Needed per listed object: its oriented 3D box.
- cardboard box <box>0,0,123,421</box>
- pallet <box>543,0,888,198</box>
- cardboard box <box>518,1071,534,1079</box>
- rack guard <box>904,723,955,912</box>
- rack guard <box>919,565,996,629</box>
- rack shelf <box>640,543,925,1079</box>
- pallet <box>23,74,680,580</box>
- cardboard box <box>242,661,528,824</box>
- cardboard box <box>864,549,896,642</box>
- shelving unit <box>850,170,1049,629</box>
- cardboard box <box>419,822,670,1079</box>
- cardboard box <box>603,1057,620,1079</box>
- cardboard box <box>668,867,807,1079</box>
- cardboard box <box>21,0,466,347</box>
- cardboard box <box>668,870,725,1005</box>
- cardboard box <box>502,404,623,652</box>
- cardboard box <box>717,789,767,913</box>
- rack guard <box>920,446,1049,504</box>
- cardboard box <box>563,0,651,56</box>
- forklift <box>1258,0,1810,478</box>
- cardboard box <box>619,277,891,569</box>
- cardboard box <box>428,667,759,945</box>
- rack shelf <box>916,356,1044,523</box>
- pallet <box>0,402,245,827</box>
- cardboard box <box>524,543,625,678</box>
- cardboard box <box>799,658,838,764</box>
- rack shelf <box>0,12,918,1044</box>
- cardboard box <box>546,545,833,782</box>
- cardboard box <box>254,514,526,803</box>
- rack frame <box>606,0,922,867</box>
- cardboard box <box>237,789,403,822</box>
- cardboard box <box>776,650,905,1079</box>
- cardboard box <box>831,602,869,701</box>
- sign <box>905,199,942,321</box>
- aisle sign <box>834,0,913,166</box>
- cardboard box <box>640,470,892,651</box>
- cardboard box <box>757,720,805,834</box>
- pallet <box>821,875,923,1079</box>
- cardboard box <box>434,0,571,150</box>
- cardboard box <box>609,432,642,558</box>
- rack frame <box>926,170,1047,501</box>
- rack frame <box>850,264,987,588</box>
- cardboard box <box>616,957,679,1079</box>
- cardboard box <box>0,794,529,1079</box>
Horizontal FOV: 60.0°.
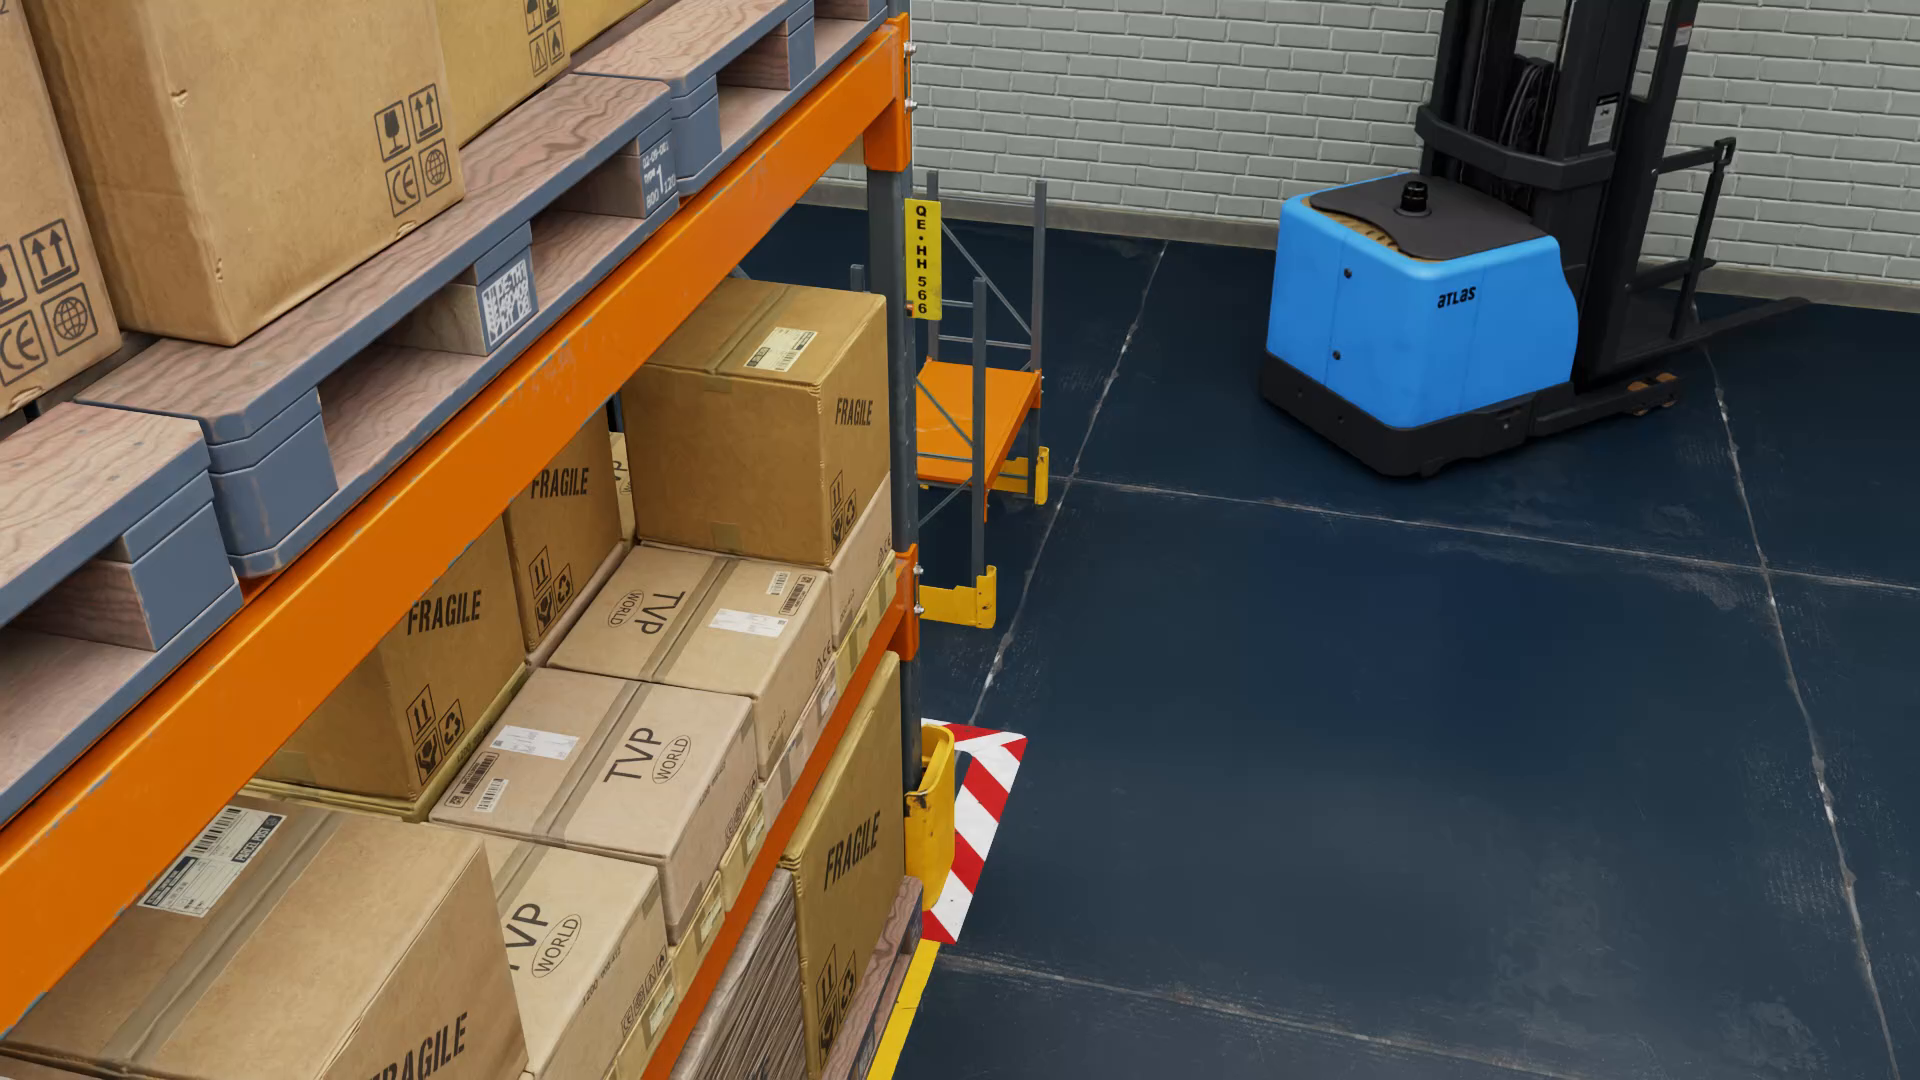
[{"bbox_3d":[-1.352,-0.357,1.642,0.700,0.500,0.500,10,34,15],"label":"cardboard box"},{"bbox_3d":[-0.797,-1.055,3.400,1.003,0.211,1.213,8,33,12],"label":"pallet"},{"bbox_3d":[-1.004,1.066,2.640,0.500,0.250,0.500,9,33,14],"label":"cardboard box"},{"bbox_3d":[-0.613,0.830,5.479,1.175,0.500,0.348,8,33,12],"label":"rack guard"},{"bbox_3d":[-0.146,0.193,6.714,0.587,0.250,0.087,8,33,12],"label":"rack guard"},{"bbox_3d":[-1.126,1.129,3.349,1.077,0.370,4.000,8,33,12],"label":"rack shelf"},{"bbox_3d":[-1.104,-0.420,2.401,1.003,0.211,1.213,8,33,12],"label":"pallet"},{"bbox_3d":[-1.258,0.468,3.580,0.500,0.250,0.500,7,33,11],"label":"cardboard box"},{"bbox_3d":[-0.390,0.123,4.495,0.380,0.149,0.250,9,33,13],"label":"cardboard box"},{"bbox_3d":[-0.019,-0.593,6.785,0.587,1.500,1.083,8,33,12],"label":"shelving unit"},{"bbox_3d":[-0.871,0.811,3.041,0.500,0.250,0.500,8,33,12],"label":"cardboard box"},{"bbox_3d":[-0.843,1.052,3.034,0.380,0.149,0.250,7,33,11],"label":"cardboard box"},{"bbox_3d":[-0.935,1.322,3.964,0.875,0.875,0.875,8,33,12],"label":"cardboard box"},{"bbox_3d":[-1.082,-0.609,2.039,0.700,0.500,0.500,9,34,14],"label":"cardboard box"},{"bbox_3d":[-0.714,0.788,3.449,0.380,0.149,0.250,8,33,13],"label":"cardboard box"},{"bbox_3d":[-1.128,-0.120,3.806,0.500,0.500,0.500,7,33,11],"label":"cardboard box"},{"bbox_3d":[-0.648,0.653,3.661,0.380,0.149,0.250,7,33,11],"label":"cardboard box"},{"bbox_3d":[0.107,-0.324,7.527,0.587,0.250,0.087,8,33,12],"label":"rack guard"},{"bbox_3d":[-0.958,-1.188,2.948,0.700,0.500,0.500,7,33,11],"label":"cardboard box"},{"bbox_3d":[3.029,-2.082,7.793,3.031,2.935,1.130,-16,36,-24],"label":"forklift"},{"bbox_3d":[-0.488,-0.303,4.094,0.500,0.500,0.500,8,33,13],"label":"cardboard box"},{"bbox_3d":[-0.743,0.540,3.467,0.500,0.250,0.500,7,33,11],"label":"cardboard box"},{"bbox_3d":[-0.022,-0.437,6.874,0.538,0.185,1.000,8,33,12],"label":"rack shelf"},{"bbox_3d":[-1.416,0.211,1.408,1.003,0.211,1.213,8,33,12],"label":"pallet"},{"bbox_3d":[-1.127,0.208,3.989,0.500,0.250,0.500,8,33,12],"label":"cardboard box"},{"bbox_3d":[-0.520,0.389,4.077,0.380,0.149,0.250,8,33,12],"label":"cardboard box"},{"bbox_3d":[-1.126,-0.137,2.544,1.077,0.370,4.000,8,33,12],"label":"rack shelf"},{"bbox_3d":[-0.614,0.276,3.883,0.500,0.250,0.500,7,33,12],"label":"cardboard box"},{"bbox_3d":[-1.254,0.150,3.382,0.500,0.500,0.500,7,33,11],"label":"cardboard box"},{"bbox_3d":[-0.619,-0.213,4.789,1.000,3.000,0.127,8,33,12],"label":"rack frame"},{"bbox_3d":[-1.385,0.740,3.153,0.500,0.250,0.500,7,33,11],"label":"cardboard box"},{"bbox_3d":[-0.704,0.850,4.707,0.875,0.875,0.875,8,33,12],"label":"cardboard box"},{"bbox_3d":[-0.455,0.258,4.282,0.380,0.149,0.250,8,33,13],"label":"cardboard box"},{"bbox_3d":[-0.097,-0.720,4.287,0.100,0.325,0.005,8,33,12],"label":"sign"},{"bbox_3d":[-0.310,-1.306,4.086,0.394,0.787,0.004,8,33,12],"label":"aisle sign"},{"bbox_3d":[-0.485,0.013,4.297,0.500,0.250,0.500,7,33,12],"label":"cardboard box"},{"bbox_3d":[-0.584,0.518,3.873,0.380,0.149,0.250,9,33,13],"label":"cardboard box"},{"bbox_3d":[-0.746,1.390,4.867,1.003,0.211,1.213,8,33,12],"label":"pallet"},{"bbox_3d":[-1.042,-0.913,2.516,0.700,0.500,0.500,6,33,9],"label":"cardboard box"},{"bbox_3d":[-1.002,-0.063,4.415,0.500,0.250,0.500,7,33,11],"label":"cardboard box"},{"bbox_3d":[0.107,-0.852,7.193,0.500,1.500,0.032,8,33,12],"label":"rack frame"},{"bbox_3d":[-0.151,-0.325,6.363,0.500,1.500,0.032,8,33,12],"label":"rack frame"},{"bbox_3d":[-0.779,0.916,3.247,0.380,0.149,0.250,9,33,13],"label":"cardboard box"},{"bbox_3d":[-1.005,0.745,2.445,0.500,0.500,0.500,7,33,11],"label":"cardboard box"}]
